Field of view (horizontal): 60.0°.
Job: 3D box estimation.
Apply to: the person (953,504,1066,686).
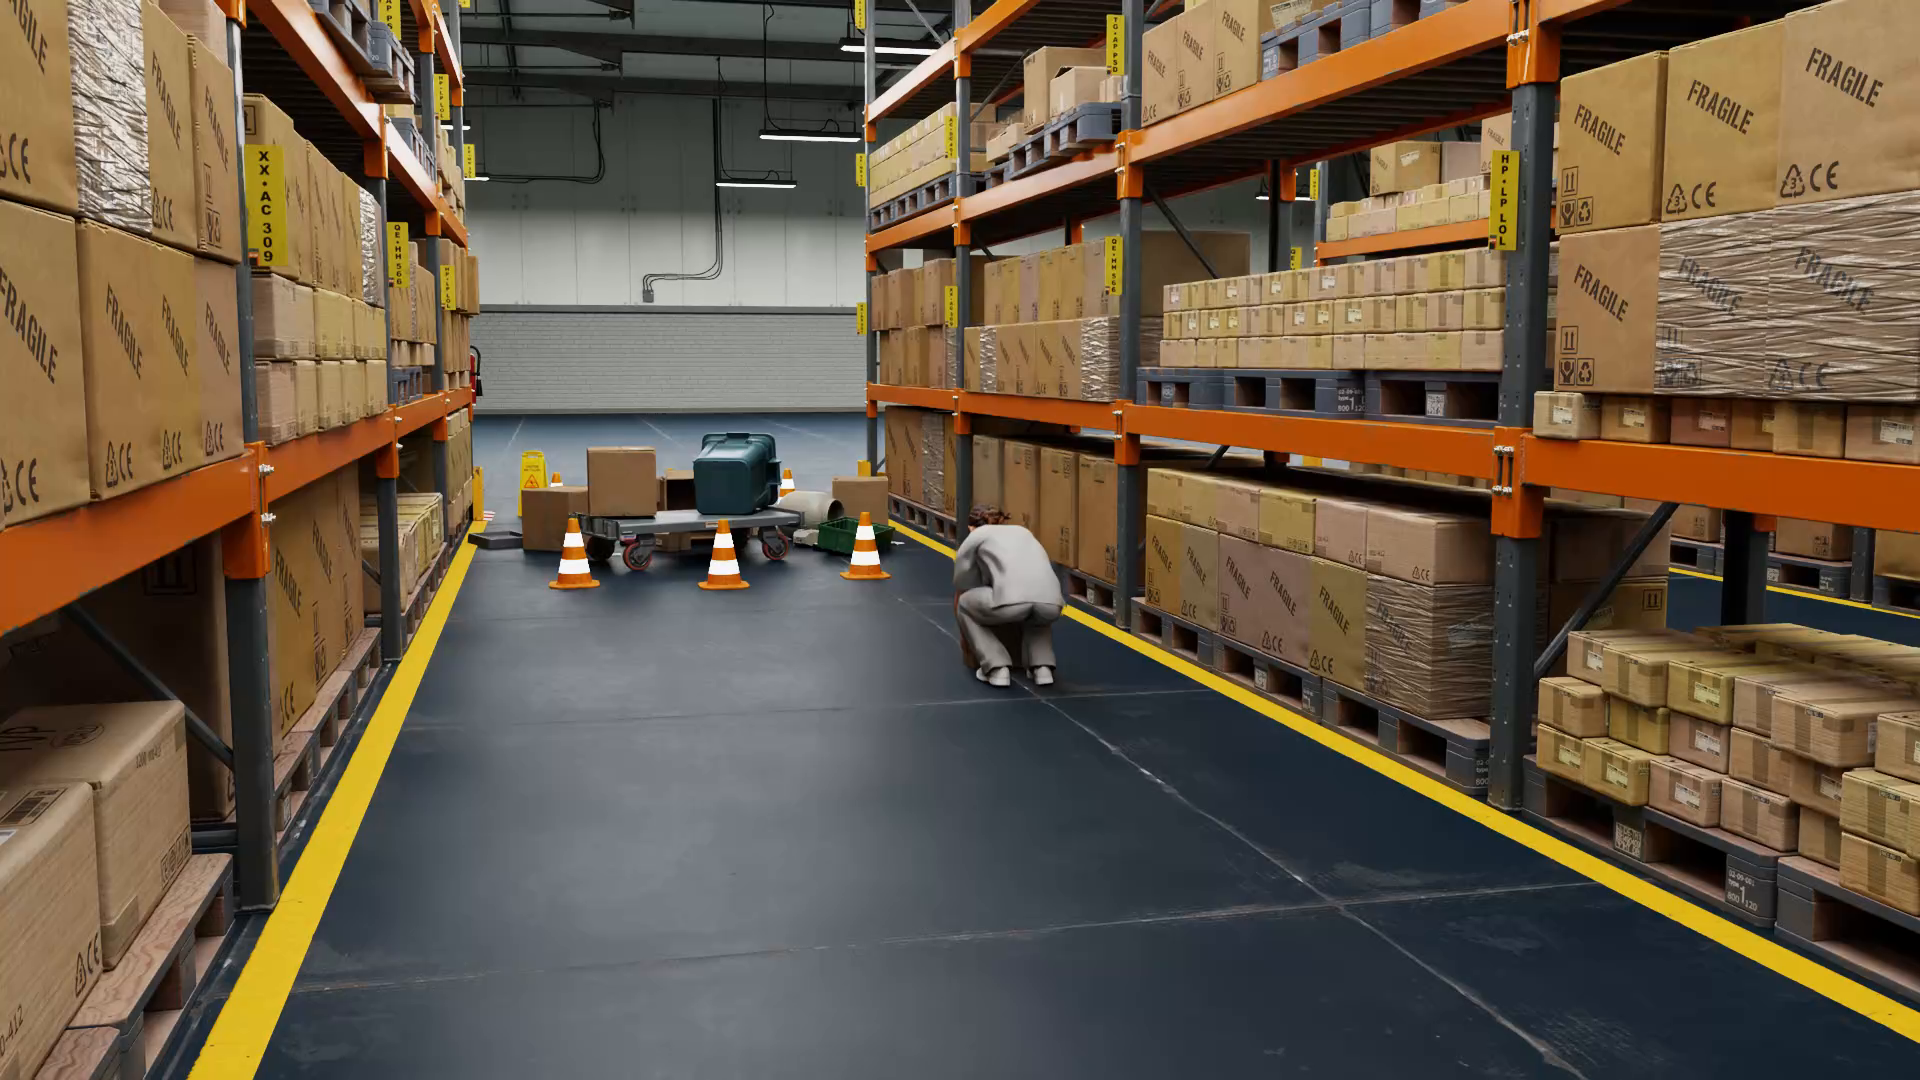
[{"bbox_3d":[0.233,0.263,8.148,0.479,0.833,0.802,-1,6,-13],"label":"person"}]
